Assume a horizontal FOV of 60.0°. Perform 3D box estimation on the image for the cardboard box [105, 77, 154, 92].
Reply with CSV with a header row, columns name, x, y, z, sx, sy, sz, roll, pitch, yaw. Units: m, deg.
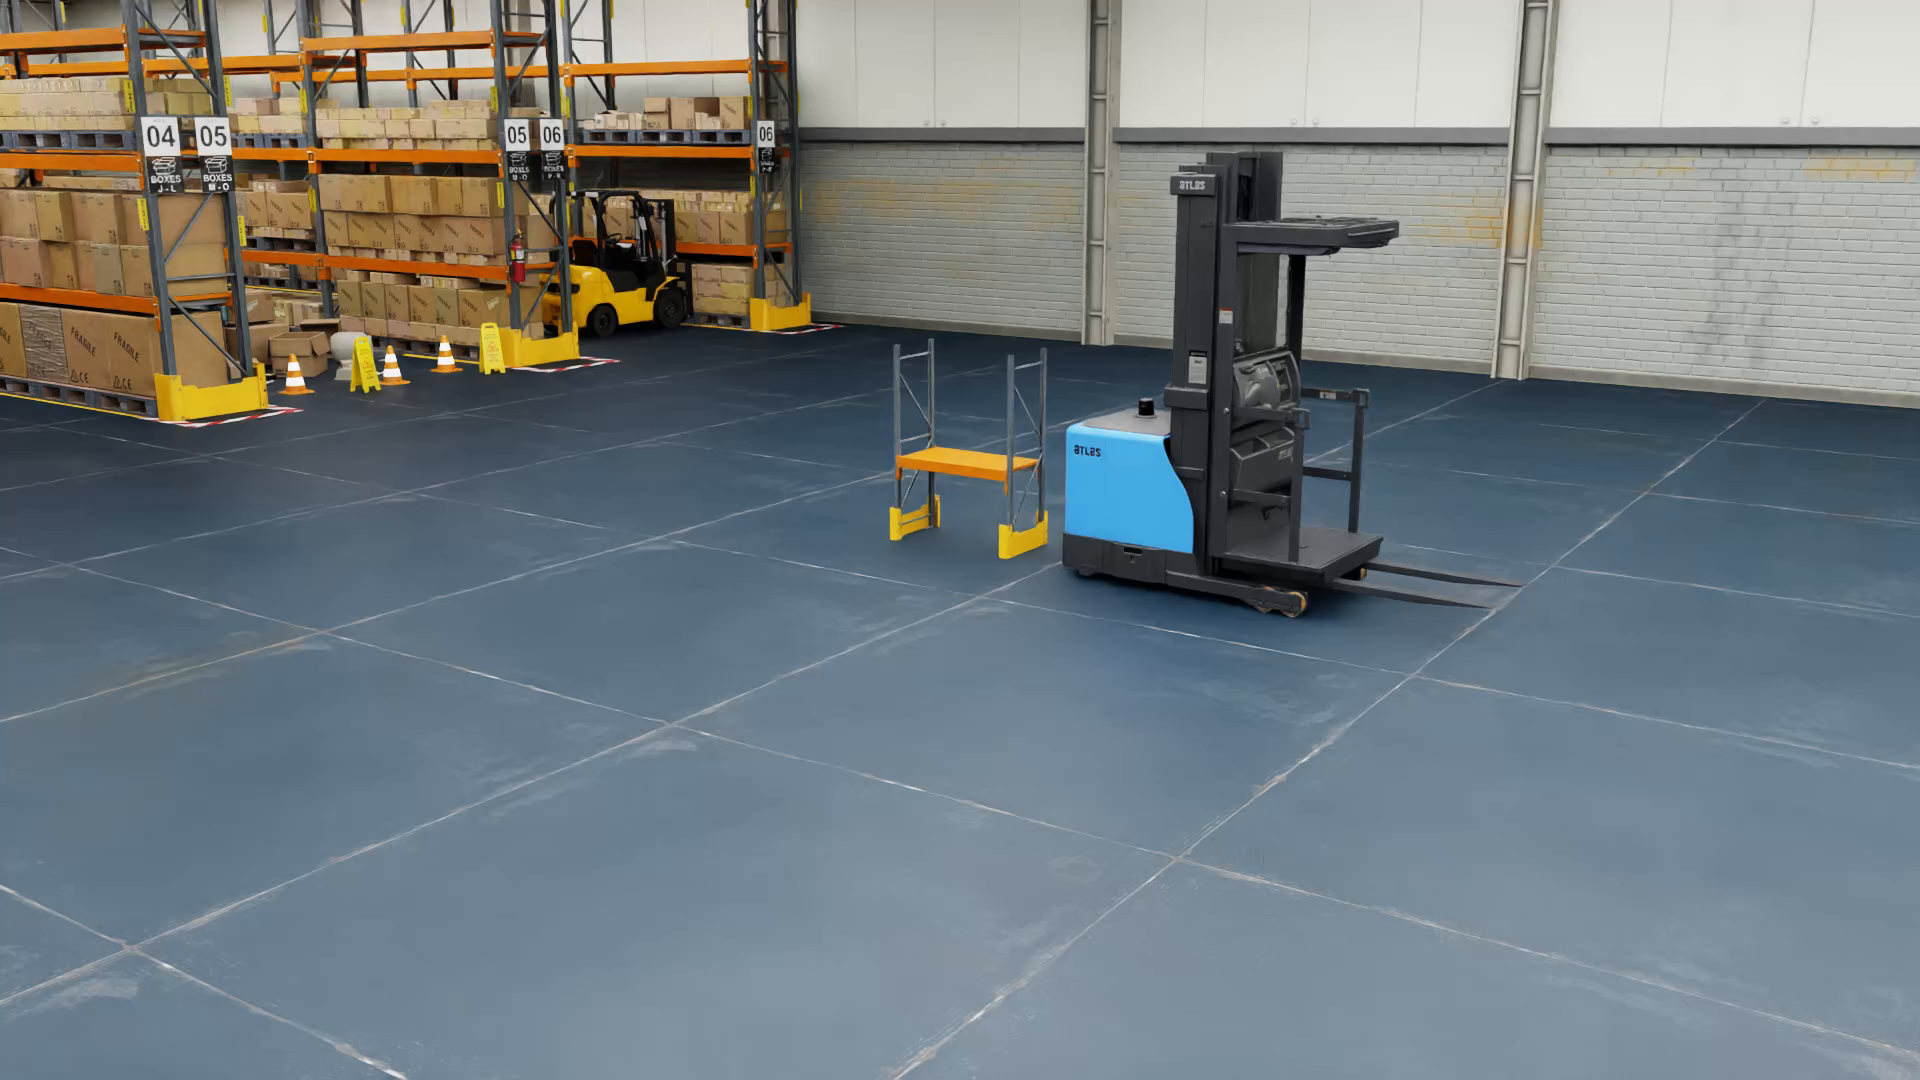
name,x,y,z,sx,sy,sz,roll,pitch,yaw
cardboard box,-8.792,-4.824,17.609,0.250,0.149,0.380,9,17,33

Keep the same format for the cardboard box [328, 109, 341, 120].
name,x,y,z,sx,sy,sz,roll,pitch,yaw
cardboard box,-8.652,-5.995,23.420,0.250,0.149,0.380,10,17,34

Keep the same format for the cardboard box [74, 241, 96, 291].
name,x,y,z,sx,sy,sz,roll,pitch,yaw
cardboard box,-9.520,-3.156,19.020,0.550,0.550,0.875,9,17,33

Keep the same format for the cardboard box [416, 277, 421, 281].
name,x,y,z,sx,sy,sz,roll,pitch,yaw
cardboard box,-7.900,-3.550,24.208,0.500,0.500,0.500,10,17,34

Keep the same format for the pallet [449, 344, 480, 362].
name,x,y,z,sx,sy,sz,roll,pitch,yaw
pallet,-6.362,-2.646,23.075,1.213,0.211,1.003,9,17,33

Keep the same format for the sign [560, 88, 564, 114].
name,x,y,z,sx,sy,sz,roll,pitch,yaw
sign,-5.342,-5.862,22.202,0.005,0.325,0.100,9,17,33

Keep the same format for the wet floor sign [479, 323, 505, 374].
name,x,y,z,sx,sy,sz,roll,pitch,yaw
wet floor sign,-6.084,-2.492,21.548,0.267,0.644,0.232,-10,17,-35

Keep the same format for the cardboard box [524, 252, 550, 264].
name,x,y,z,sx,sy,sz,roll,pitch,yaw
cardboard box,-5.811,-3.839,22.611,0.250,0.149,0.380,9,17,33

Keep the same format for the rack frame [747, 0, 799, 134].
name,x,y,z,sx,sy,sz,roll,pitch,yaw
rack frame,-2.877,-7.776,25.509,0.127,3.000,1.000,9,17,33

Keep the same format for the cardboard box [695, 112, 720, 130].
name,x,y,z,sx,sy,sz,roll,pitch,yaw
cardboard box,-3.945,-6.592,26.165,0.258,0.266,0.396,9,17,33

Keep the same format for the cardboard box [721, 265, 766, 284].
name,x,y,z,sx,sy,sz,roll,pitch,yaw
cardboard box,-3.433,-4.218,26.388,0.500,0.250,0.500,10,17,35

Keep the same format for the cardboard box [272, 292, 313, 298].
name,x,y,z,sx,sy,sz,roll,pitch,yaw
cardboard box,-10.577,-3.597,25.706,0.625,0.372,0.950,10,17,35

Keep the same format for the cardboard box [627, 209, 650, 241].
name,x,y,z,sx,sy,sz,roll,pitch,yaw
cardboard box,-5.112,-5.203,27.392,0.500,0.500,0.500,9,17,32

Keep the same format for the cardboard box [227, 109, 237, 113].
name,x,y,z,sx,sy,sz,roll,pitch,yaw
cardboard box,-14.230,-8.399,32.922,0.500,0.250,0.500,10,17,34

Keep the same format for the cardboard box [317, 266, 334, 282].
name,x,y,z,sx,sy,sz,roll,pitch,yaw
cardboard box,-12.111,-5.285,32.257,0.500,0.500,0.500,9,16,32

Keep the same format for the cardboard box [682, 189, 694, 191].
name,x,y,z,sx,sy,sz,roll,pitch,yaw
cardboard box,-4.526,-5.707,27.460,0.250,0.149,0.380,10,17,34

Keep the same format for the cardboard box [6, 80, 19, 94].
name,x,y,z,sx,sy,sz,roll,pitch,yaw
cardboard box,-10.473,-5.096,18.707,0.250,0.149,0.380,9,17,33

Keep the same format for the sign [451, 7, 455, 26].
name,x,y,z,sx,sy,sz,roll,pitch,yaw
sign,-9.209,-9.490,30.161,0.005,0.325,0.100,9,17,33

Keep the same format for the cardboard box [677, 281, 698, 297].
name,x,y,z,sx,sy,sz,roll,pitch,yaw
cardboard box,-4.306,-4.113,27.005,0.500,0.250,0.500,9,16,32

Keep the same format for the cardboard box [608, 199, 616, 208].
name,x,y,z,sx,sy,sz,roll,pitch,yaw
cardboard box,-5.631,-5.605,27.665,0.250,0.149,0.380,9,17,33

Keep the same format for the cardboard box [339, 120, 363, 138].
name,x,y,z,sx,sy,sz,roll,pitch,yaw
cardboard box,-8.318,-5.757,23.288,0.500,0.250,0.500,9,17,32

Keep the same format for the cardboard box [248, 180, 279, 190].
name,x,y,z,sx,sy,sz,roll,pitch,yaw
cardboard box,-10.768,-5.495,25.729,0.250,0.149,0.380,8,16,30

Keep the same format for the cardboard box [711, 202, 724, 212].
name,x,y,z,sx,sy,sz,roll,pitch,yaw
cardboard box,-3.731,-5.293,26.407,0.250,0.149,0.380,10,17,34

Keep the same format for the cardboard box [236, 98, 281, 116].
name,x,y,z,sx,sy,sz,roll,pitch,yaw
cardboard box,-10.375,-6.425,24.690,0.500,0.250,0.500,10,17,34

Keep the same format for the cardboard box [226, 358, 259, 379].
name,x,y,z,sx,sy,sz,roll,pitch,yaw
cardboard box,-9.188,-2.219,21.236,0.258,0.266,0.396,13,19,42

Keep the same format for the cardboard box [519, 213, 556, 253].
name,x,y,z,sx,sy,sz,roll,pitch,yaw
cardboard box,-5.883,-4.186,22.662,0.500,0.500,0.500,9,16,32

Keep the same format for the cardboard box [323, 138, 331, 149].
name,x,y,z,sx,sy,sz,roll,pitch,yaw
cardboard box,-8.840,-5.653,23.697,0.250,0.149,0.380,9,16,32

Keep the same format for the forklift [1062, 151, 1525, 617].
name,x,y,z,sx,sy,sz,roll,pitch,yaw
forklift,2.224,-1.067,11.033,3.031,2.935,1.130,10,17,34

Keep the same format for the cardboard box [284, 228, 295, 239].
name,x,y,z,sx,sy,sz,roll,pitch,yaw
cardboard box,-9.754,-4.545,24.590,0.250,0.149,0.380,9,16,31

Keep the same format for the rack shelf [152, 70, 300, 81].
name,x,y,z,sx,sy,sz,roll,pitch,yaw
rack shelf,-14.494,-9.303,33.181,4.000,0.370,1.077,9,17,33

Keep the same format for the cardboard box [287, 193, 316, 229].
name,x,y,z,sx,sy,sz,roll,pitch,yaw
cardboard box,-9.475,-4.823,24.364,0.500,0.500,0.500,9,16,32

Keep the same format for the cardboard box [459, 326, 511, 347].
name,x,y,z,sx,sy,sz,roll,pitch,yaw
cardboard box,-6.485,-2.801,22.744,0.500,0.250,0.500,9,17,33

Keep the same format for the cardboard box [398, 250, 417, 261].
name,x,y,z,sx,sy,sz,roll,pitch,yaw
cardboard box,-7.600,-3.981,23.184,0.250,0.149,0.380,9,17,33

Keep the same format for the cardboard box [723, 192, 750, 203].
name,x,y,z,sx,sy,sz,roll,pitch,yaw
cardboard box,-3.514,-5.405,26.237,0.250,0.149,0.380,9,17,33

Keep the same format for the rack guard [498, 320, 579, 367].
name,x,y,z,sx,sy,sz,roll,pitch,yaw
rack guard,-5.708,-2.671,22.572,0.348,0.500,1.175,9,17,33

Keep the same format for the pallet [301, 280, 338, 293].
name,x,y,z,sx,sy,sz,roll,pitch,yaw
pallet,-12.139,-5.018,32.656,1.213,0.211,1.003,9,17,33

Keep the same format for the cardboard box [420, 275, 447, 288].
name,x,y,z,sx,sy,sz,roll,pitch,yaw
cardboard box,-7.221,-3.583,22.994,0.250,0.149,0.380,10,17,35

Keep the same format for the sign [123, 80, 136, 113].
name,x,y,z,sx,sy,sz,roll,pitch,yaw
sign,-8.638,-4.614,17.301,0.005,0.325,0.100,9,17,33

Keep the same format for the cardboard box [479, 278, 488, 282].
name,x,y,z,sx,sy,sz,roll,pitch,yaw
cardboard box,-8.459,-4.816,30.102,0.625,0.625,0.875,10,17,35

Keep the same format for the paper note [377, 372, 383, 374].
name,x,y,z,sx,sy,sz,roll,pitch,yaw
paper note,-7.540,-2.163,21.496,0.142,0.019,0.148,3,14,14

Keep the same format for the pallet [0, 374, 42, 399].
name,x,y,z,sx,sy,sz,roll,pitch,yaw
pallet,-11.055,-1.939,20.215,1.213,0.211,1.003,9,17,33

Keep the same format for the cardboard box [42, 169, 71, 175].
name,x,y,z,sx,sy,sz,roll,pitch,yaw
cardboard box,-15.719,-6.426,28.901,0.250,0.149,0.380,9,16,32

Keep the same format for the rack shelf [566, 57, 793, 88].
name,x,y,z,sx,sy,sz,roll,pitch,yaw
rack shelf,-4.537,-7.501,26.727,4.000,0.370,1.077,9,17,33

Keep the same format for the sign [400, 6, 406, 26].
name,x,y,z,sx,sy,sz,roll,pitch,yaw
sign,-9.810,-9.231,29.279,0.005,0.325,0.100,9,17,33

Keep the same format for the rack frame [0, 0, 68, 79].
name,x,y,z,sx,sy,sz,roll,pitch,yaw
rack frame,-15.602,-8.395,28.010,0.127,3.000,1.000,9,17,33

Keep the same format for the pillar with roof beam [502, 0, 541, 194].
name,x,y,z,sx,sy,sz,roll,pitch,yaw
pillar with roof beam,-10.333,-7.996,26.395,0.400,9.000,9.100,9,17,33

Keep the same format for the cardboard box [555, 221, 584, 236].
name,x,y,z,sx,sy,sz,roll,pitch,yaw
cardboard box,-6.761,-5.343,28.477,0.500,0.250,0.500,10,17,34

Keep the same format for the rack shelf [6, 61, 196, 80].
name,x,y,z,sx,sy,sz,roll,pitch,yaw
rack shelf,-13.942,-7.584,27.061,4.000,0.370,1.077,9,17,33

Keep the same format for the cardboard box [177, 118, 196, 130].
name,x,y,z,sx,sy,sz,roll,pitch,yaw
cardboard box,-8.429,-4.570,18.239,0.250,0.149,0.380,9,17,33

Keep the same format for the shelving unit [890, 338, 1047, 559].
name,x,y,z,sx,sy,sz,roll,pitch,yaw
shelving unit,0.063,-0.718,12.602,1.083,1.500,0.587,9,17,33

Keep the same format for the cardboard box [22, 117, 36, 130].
name,x,y,z,sx,sy,sz,roll,pitch,yaw
cardboard box,-10.268,-4.676,18.667,0.250,0.149,0.380,9,17,34

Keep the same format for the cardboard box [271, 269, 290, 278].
name,x,y,z,sx,sy,sz,roll,pitch,yaw
cardboard box,-13.461,-5.310,33.088,0.250,0.149,0.380,9,16,31

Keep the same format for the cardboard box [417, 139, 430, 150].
name,x,y,z,sx,sy,sz,roll,pitch,yaw
cardboard box,-7.144,-5.377,22.584,0.250,0.149,0.380,9,16,31

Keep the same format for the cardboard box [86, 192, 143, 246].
name,x,y,z,sx,sy,sz,roll,pitch,yaw
cardboard box,-9.117,-3.583,18.496,0.550,0.550,0.875,9,17,33

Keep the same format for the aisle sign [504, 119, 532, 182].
name,x,y,z,sx,sy,sz,roll,pitch,yaw
aisle sign,-5.755,-5.070,21.650,0.004,0.787,0.394,9,17,33

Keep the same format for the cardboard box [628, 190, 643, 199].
name,x,y,z,sx,sy,sz,roll,pitch,yaw
cardboard box,-5.227,-5.673,27.319,0.250,0.149,0.380,9,16,32

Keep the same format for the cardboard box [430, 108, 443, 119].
name,x,y,z,sx,sy,sz,roll,pitch,yaw
cardboard box,-6.885,-5.733,22.361,0.250,0.149,0.380,9,17,33
